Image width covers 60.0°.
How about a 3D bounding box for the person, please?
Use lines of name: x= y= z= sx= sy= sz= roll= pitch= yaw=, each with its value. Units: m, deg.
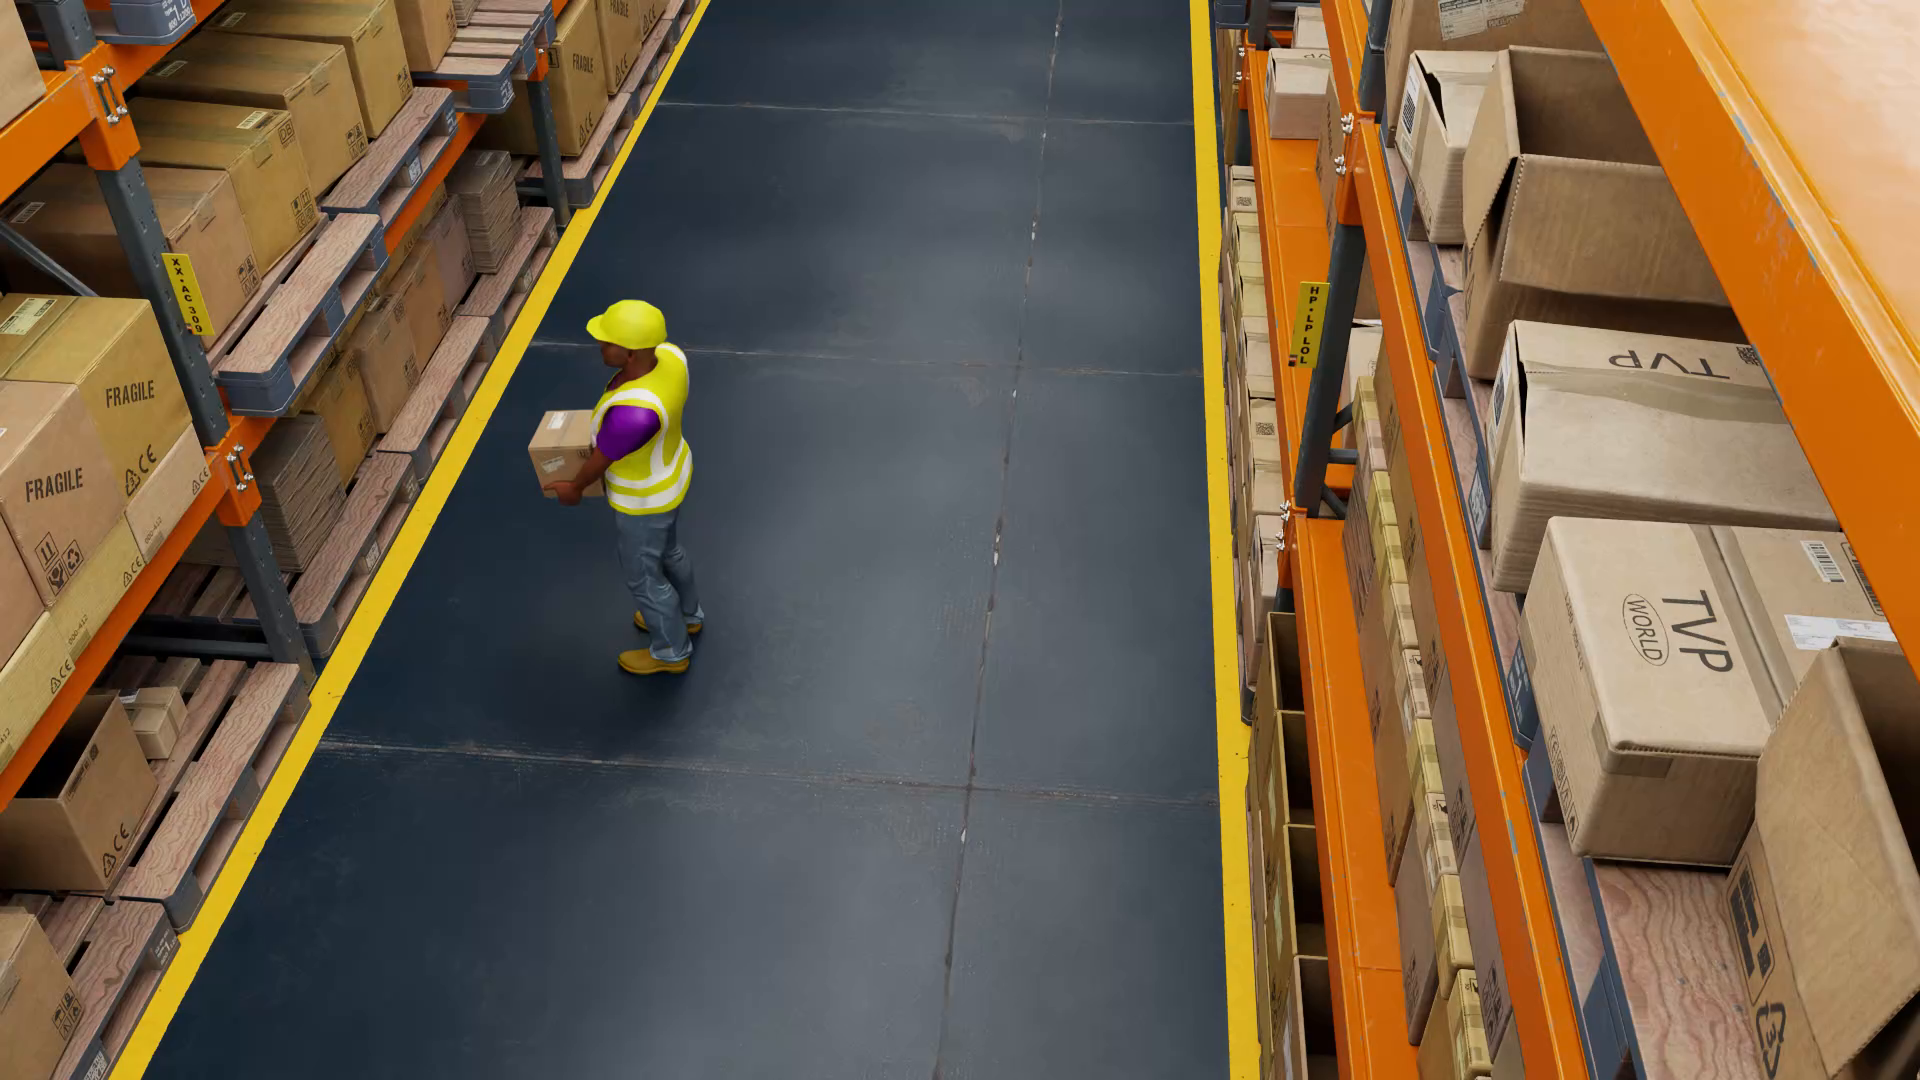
person: x=-1.357 y=-0.210 z=6.686 sx=0.578 sy=1.761 sz=0.504 roll=4 pitch=40 yaw=4
